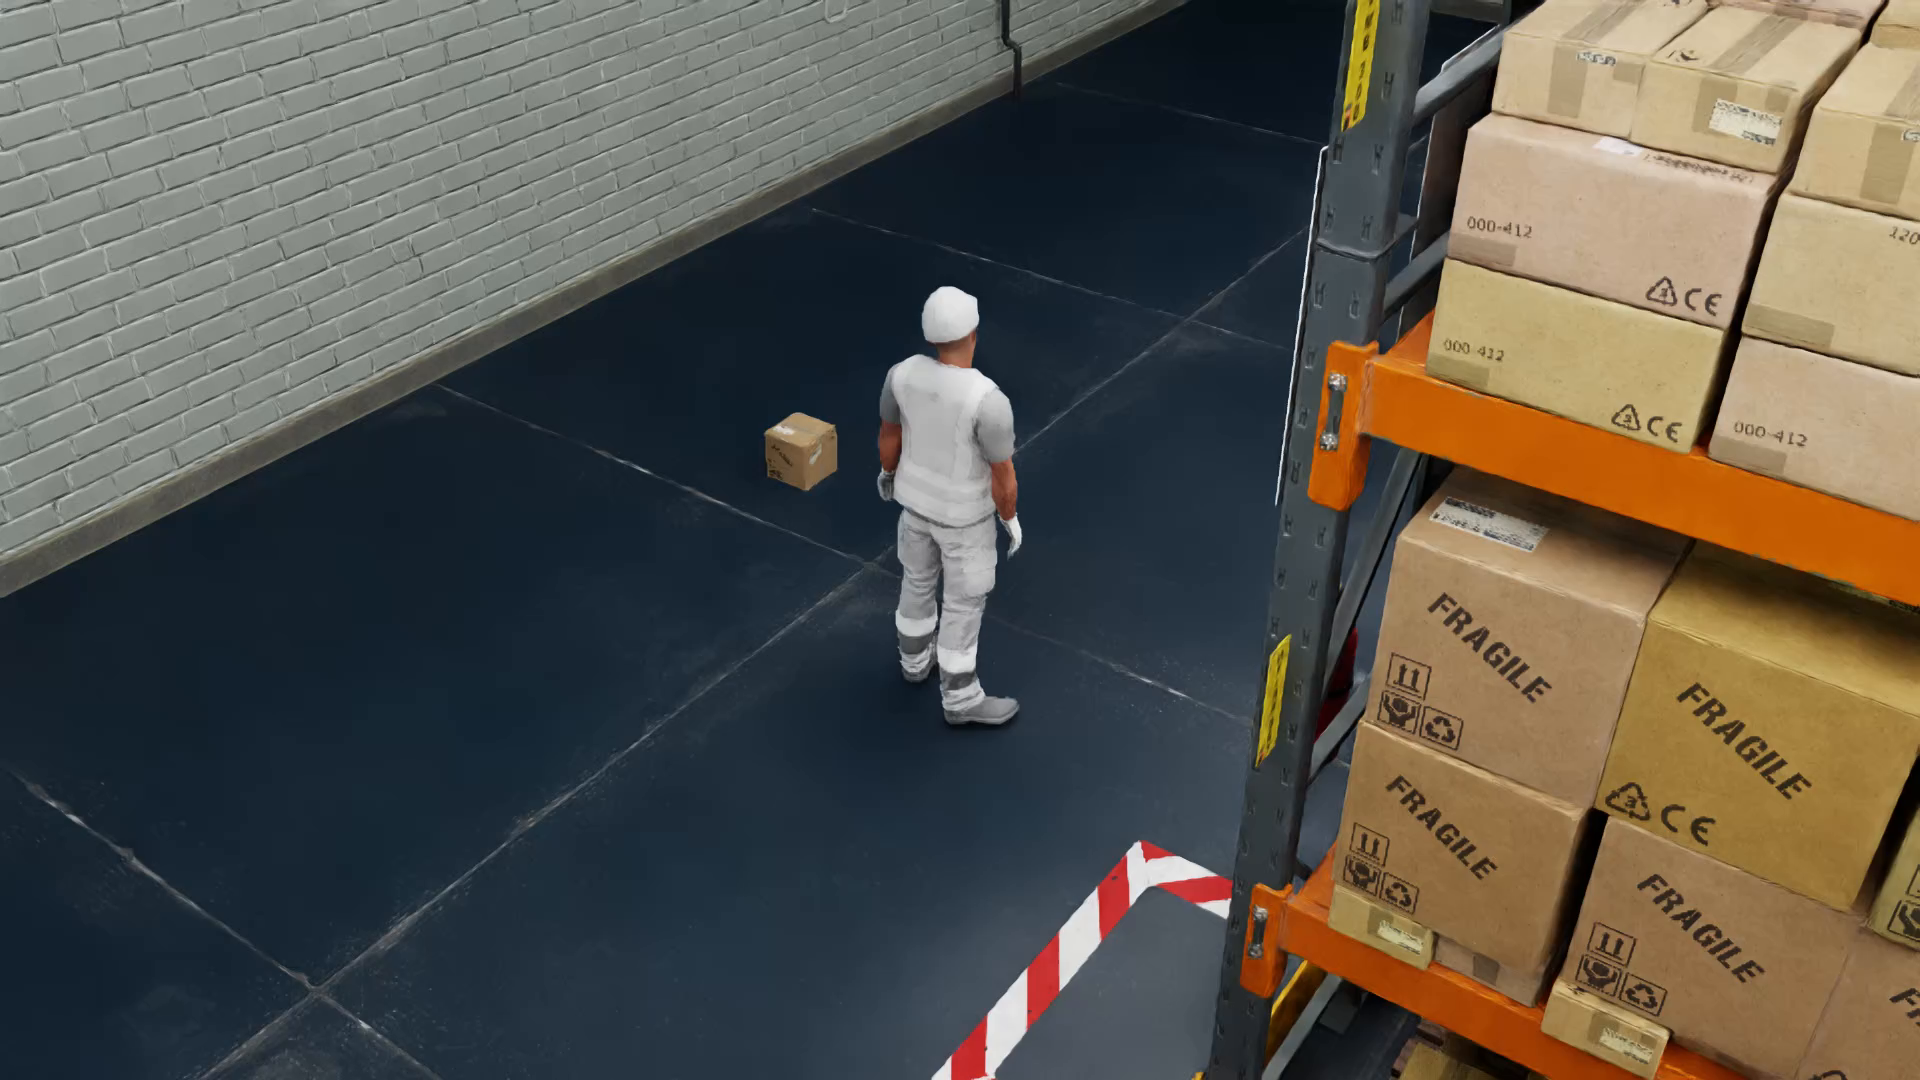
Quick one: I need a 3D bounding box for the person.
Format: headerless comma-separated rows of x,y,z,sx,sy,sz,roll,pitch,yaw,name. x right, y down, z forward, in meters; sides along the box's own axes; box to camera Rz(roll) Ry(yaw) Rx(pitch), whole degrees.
-0.041,-0.143,6.282,0.658,1.783,0.418,22,40,29,person
